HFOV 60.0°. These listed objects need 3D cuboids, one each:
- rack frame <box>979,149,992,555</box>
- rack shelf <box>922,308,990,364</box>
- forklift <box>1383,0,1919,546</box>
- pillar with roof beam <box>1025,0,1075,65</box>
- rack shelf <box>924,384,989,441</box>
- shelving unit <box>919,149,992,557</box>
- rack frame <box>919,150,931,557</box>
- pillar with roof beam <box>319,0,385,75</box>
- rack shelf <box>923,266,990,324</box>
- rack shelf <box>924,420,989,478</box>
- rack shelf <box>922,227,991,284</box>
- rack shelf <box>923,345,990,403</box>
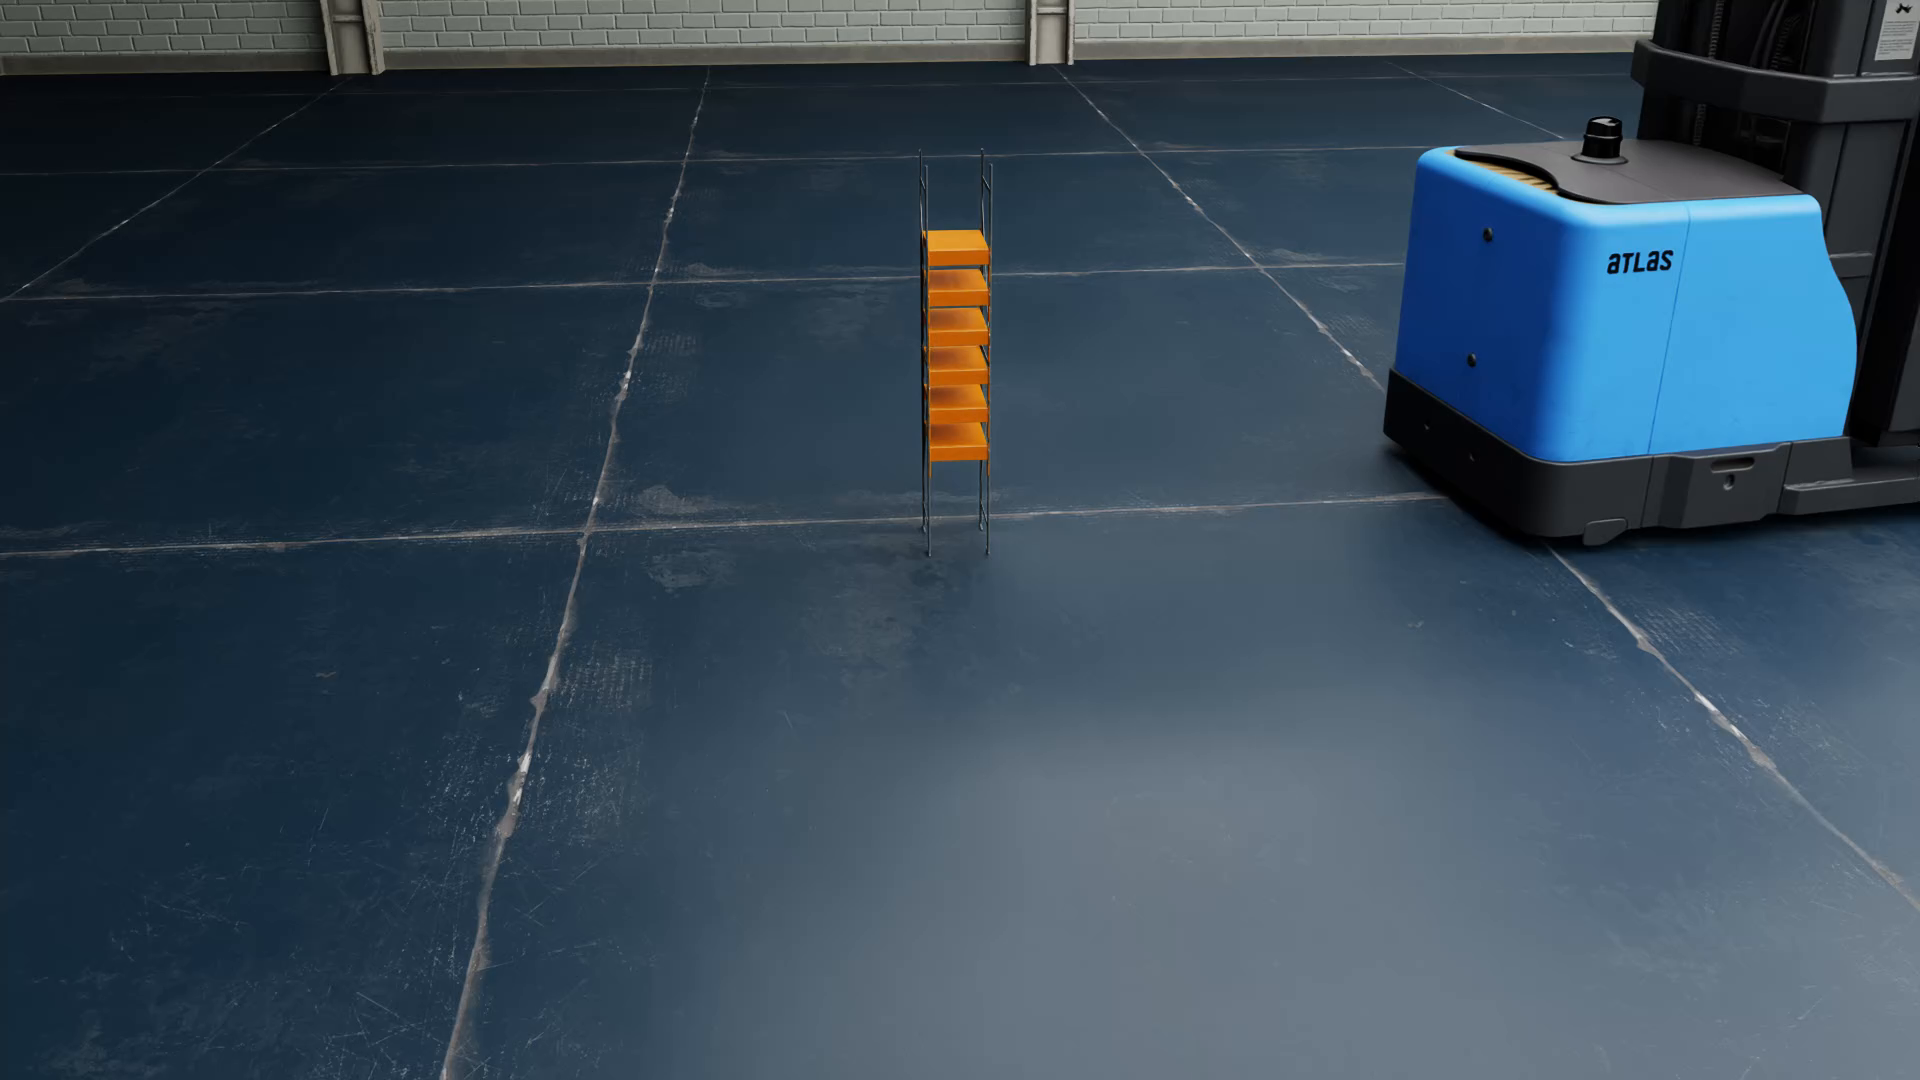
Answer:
[{"bbox_3d":[0.077,-0.551,5.013,0.006,1.200,0.240,-2,24,-5],"label":"rack frame"},{"bbox_3d":[-0.014,-0.617,4.974,0.180,0.103,0.258,-2,24,-5],"label":"rack shelf"},{"bbox_3d":[3.084,-1.626,5.299,3.031,2.935,1.130,-6,25,-13],"label":"forklift"},{"bbox_3d":[1.218,-6.638,9.105,0.400,9.000,9.100,-2,24,-5],"label":"pillar with roof beam"},{"bbox_3d":[-0.014,-0.397,5.072,0.180,0.103,0.258,-2,24,-5],"label":"rack shelf"},{"bbox_3d":[-0.014,-0.548,5.005,0.189,1.200,0.258,-2,24,-5],"label":"shelving unit"},{"bbox_3d":[-0.105,-0.544,4.997,0.006,1.200,0.240,-2,24,-5],"label":"rack frame"},{"bbox_3d":[-4.753,-6.398,8.566,0.400,9.000,9.100,-2,24,-5],"label":"pillar with roof beam"},{"bbox_3d":[-0.014,-0.726,4.926,0.180,0.103,0.258,-2,24,-5],"label":"rack shelf"},{"bbox_3d":[-0.014,-0.288,5.121,0.180,0.103,0.258,-2,24,-5],"label":"rack shelf"},{"bbox_3d":[-0.014,-0.836,4.877,0.180,0.103,0.258,-2,24,-5],"label":"rack shelf"},{"bbox_3d":[-0.014,-0.507,5.023,0.180,0.103,0.258,-2,24,-5],"label":"rack shelf"}]
